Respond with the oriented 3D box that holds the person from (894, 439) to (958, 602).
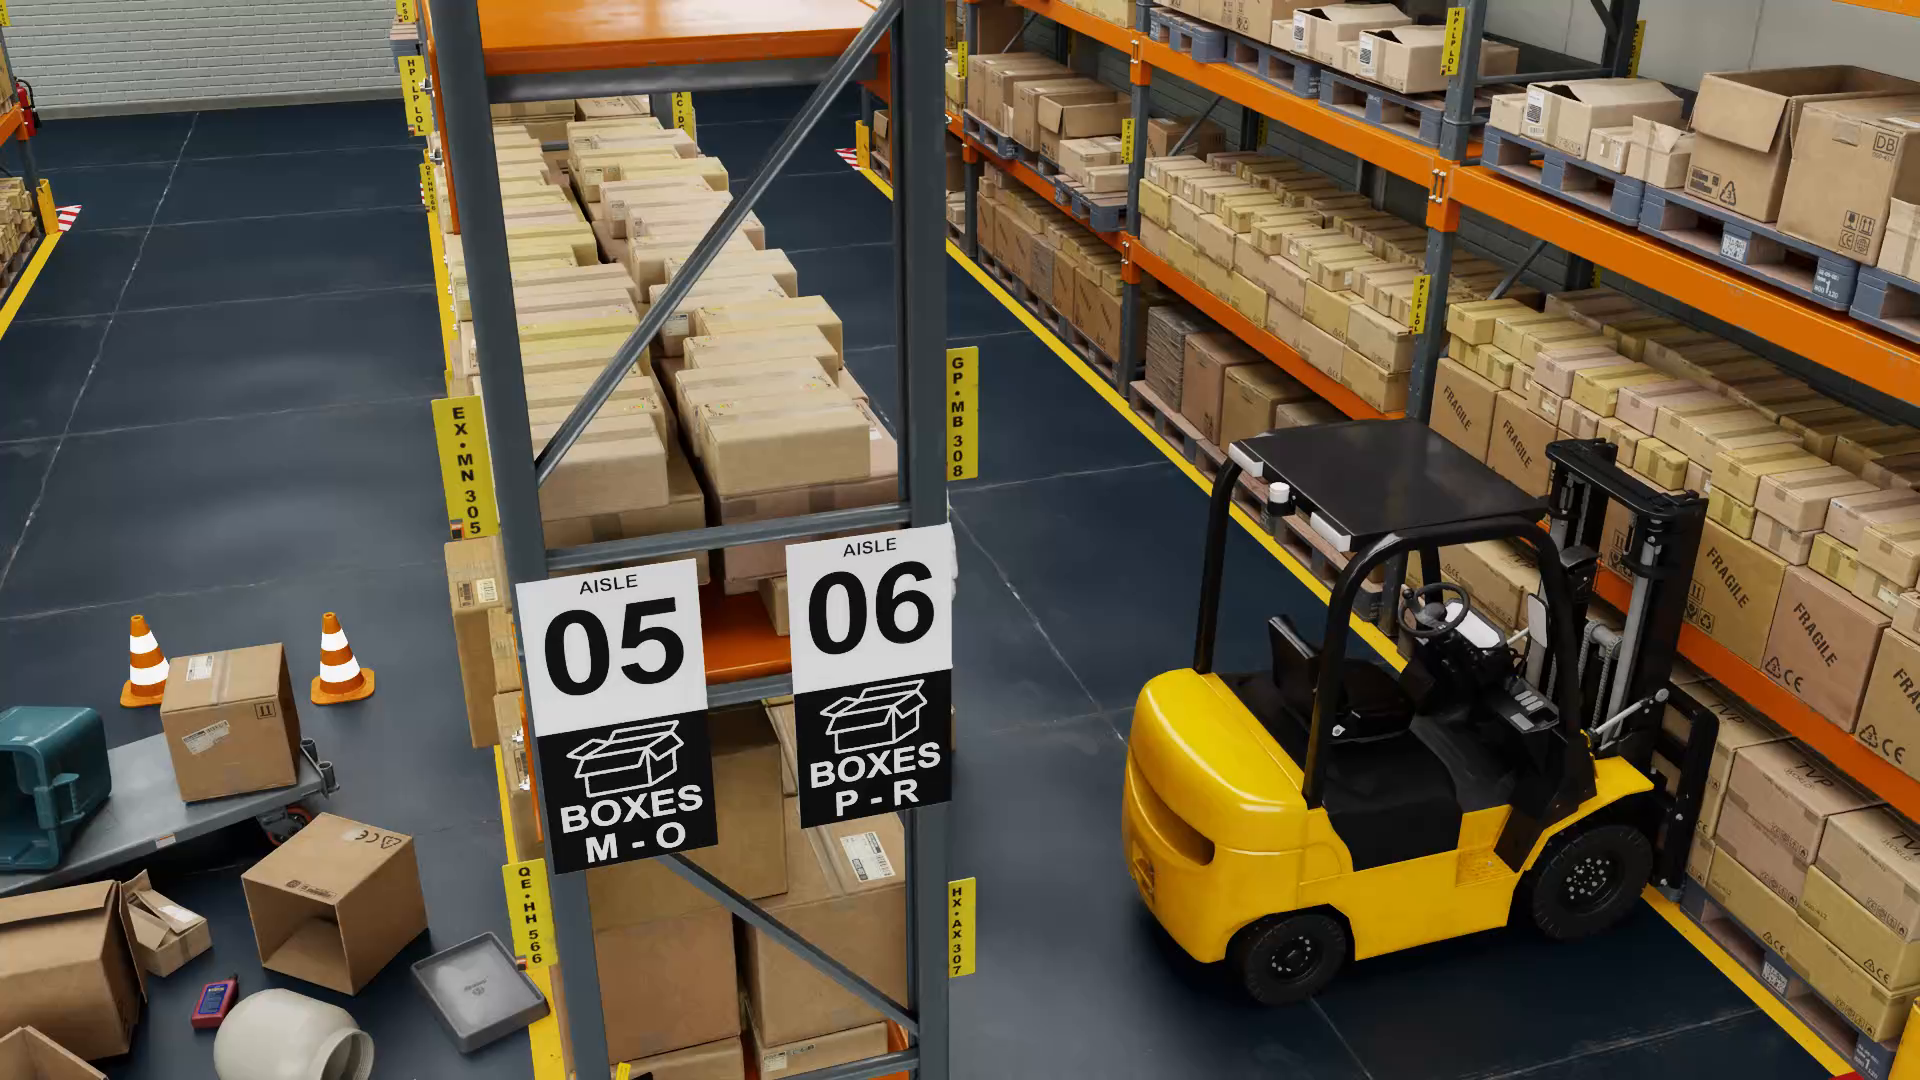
[{"bbox_3d":[-0.268,0.229,8.651,0.530,1.663,0.370,-8,28,-16],"label":"person"}]
